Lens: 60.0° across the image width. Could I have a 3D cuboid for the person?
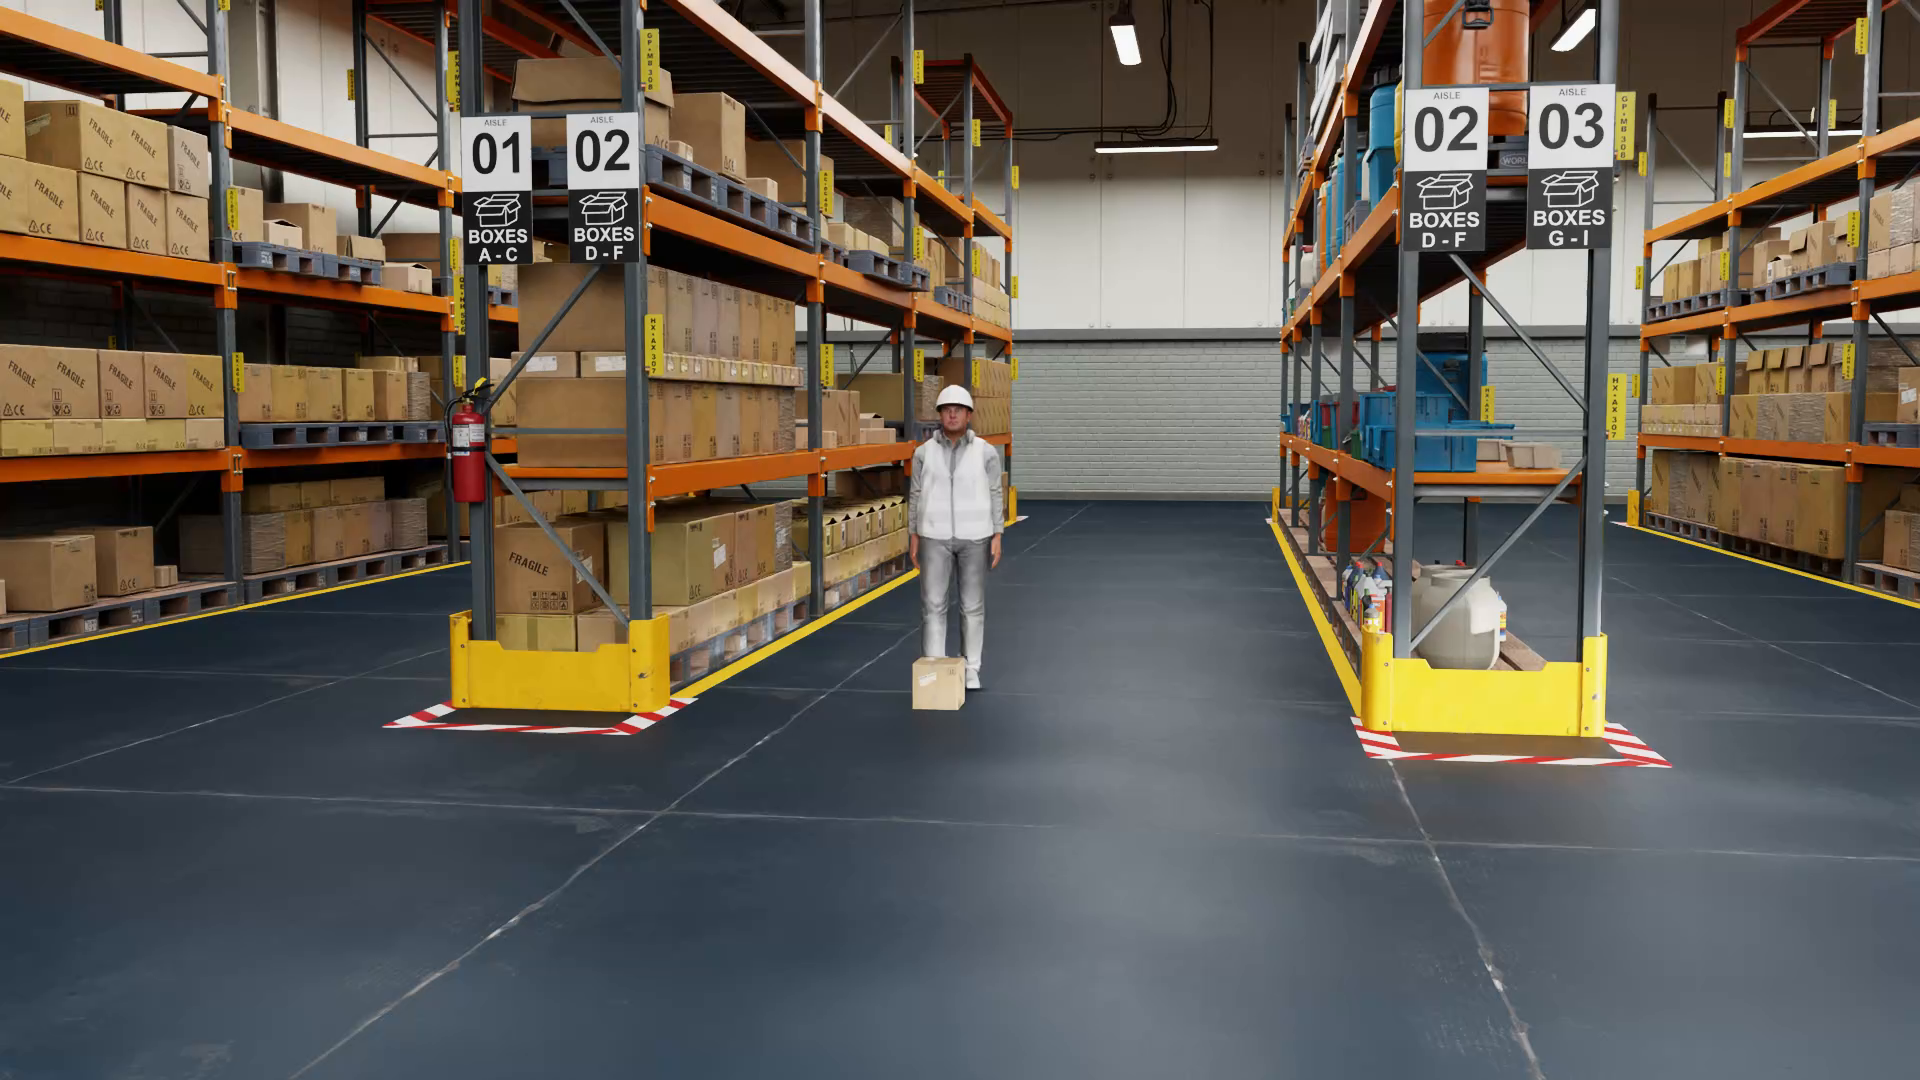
[{"bbox_3d":[-0.047,0.000,9.520,0.538,1.777,0.519,1,4,10],"label":"person"}]
